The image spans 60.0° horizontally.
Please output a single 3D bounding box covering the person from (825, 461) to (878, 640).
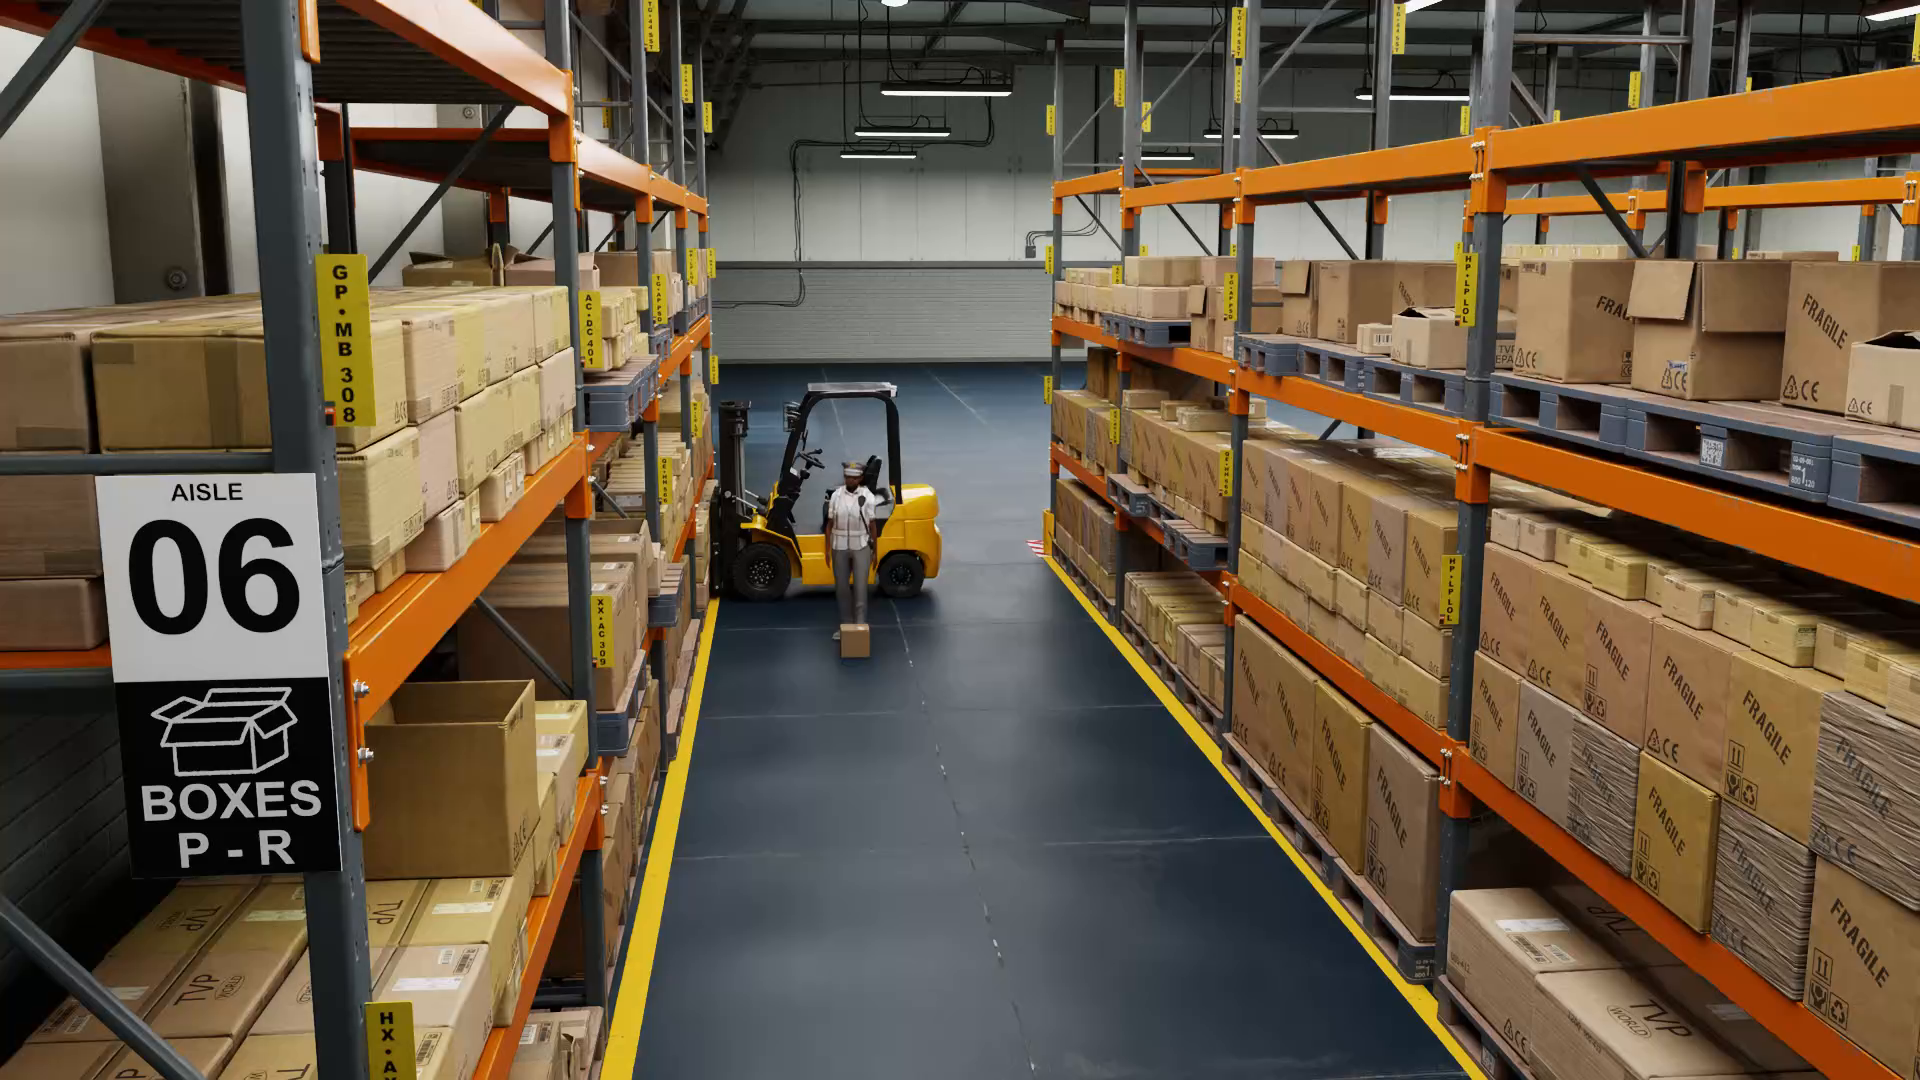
[{"bbox_3d":[-1.001,0.103,15.224,0.474,1.683,0.489,1,10,7],"label":"person"}]
